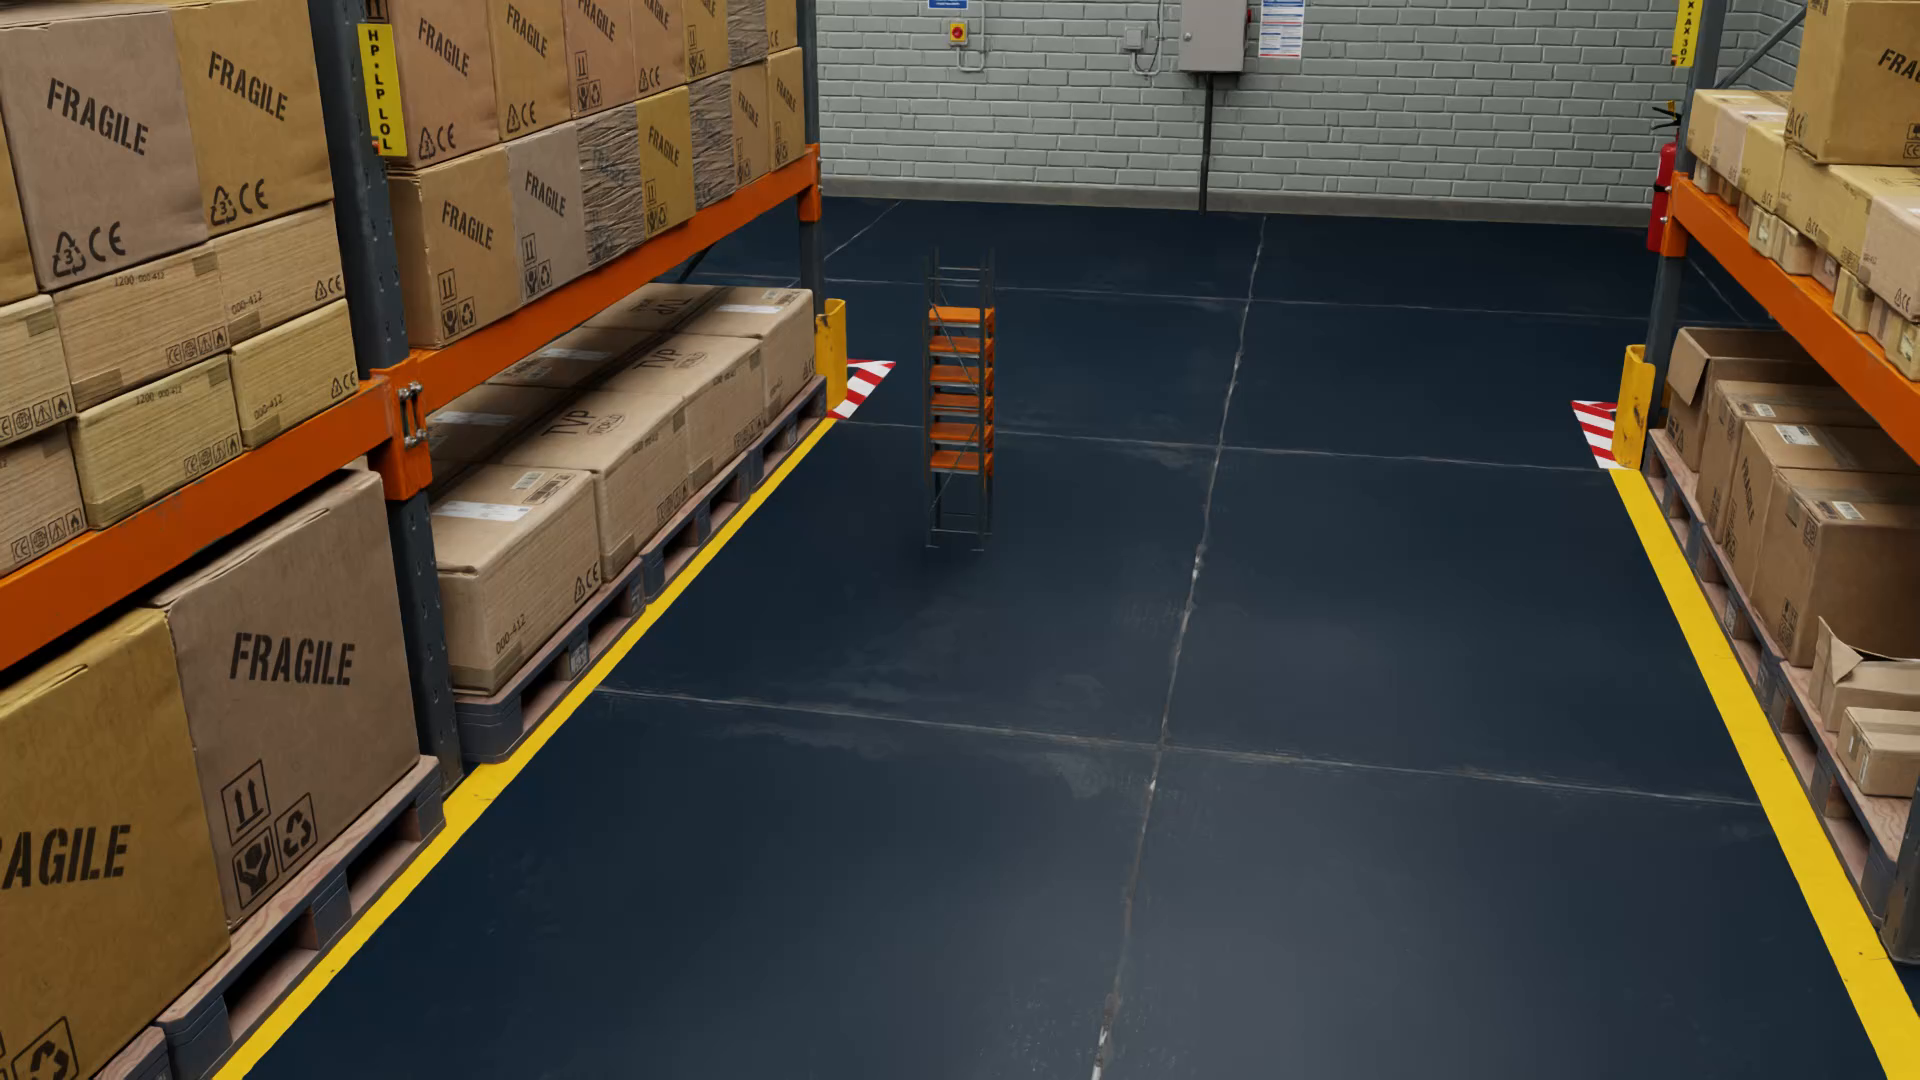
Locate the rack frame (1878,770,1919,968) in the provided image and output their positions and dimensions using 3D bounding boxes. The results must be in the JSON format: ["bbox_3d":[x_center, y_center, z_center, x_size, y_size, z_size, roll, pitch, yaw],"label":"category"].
[{"bbox_3d":[2.853,-0.304,3.594,1.000,3.000,0.127,4,22,11],"label":"rack frame"}]

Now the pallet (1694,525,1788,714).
[{"bbox_3d":[3.241,0.291,5.850,1.003,0.211,1.213,4,22,11],"label":"pallet"}]

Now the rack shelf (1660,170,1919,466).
[{"bbox_3d":[3.261,-0.702,5.544,1.077,0.370,4.000,4,22,11],"label":"rack shelf"}]

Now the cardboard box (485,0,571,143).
[{"bbox_3d":[-1.563,-1.531,5.169,0.500,0.500,0.500,4,22,10],"label":"cardboard box"}]

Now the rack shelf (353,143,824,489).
[{"bbox_3d":[-1.599,-1.079,6.481,1.077,0.370,4.000,4,22,11],"label":"rack shelf"}]

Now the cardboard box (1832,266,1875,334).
[{"bbox_3d":[2.837,-0.707,4.930,0.380,0.149,0.250,4,22,10],"label":"cardboard box"}]

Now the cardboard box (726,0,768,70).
[{"bbox_3d":[-1.134,-2.267,6.994,0.500,0.500,0.500,5,22,11],"label":"cardboard box"}]

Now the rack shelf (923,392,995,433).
[{"bbox_3d":[-0.003,-0.510,6.633,0.258,0.103,0.180,4,22,11],"label":"rack shelf"}]

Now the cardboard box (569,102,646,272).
[{"bbox_3d":[-1.440,-1.244,5.795,0.500,0.500,0.500,5,22,11],"label":"cardboard box"}]

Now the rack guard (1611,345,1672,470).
[{"bbox_3d":[3.654,-0.580,7.624,1.175,0.500,0.348,4,22,11],"label":"rack guard"}]

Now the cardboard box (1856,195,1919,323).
[{"bbox_3d":[2.806,-0.762,4.533,0.500,0.250,0.500,5,22,11],"label":"cardboard box"}]

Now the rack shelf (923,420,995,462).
[{"bbox_3d":[-0.003,-0.399,6.678,0.258,0.103,0.180,4,22,11],"label":"rack shelf"}]

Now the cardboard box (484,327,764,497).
[{"bbox_3d":[-1.406,-0.566,7.112,0.875,0.438,0.875,5,22,12],"label":"cardboard box"}]

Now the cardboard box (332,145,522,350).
[{"bbox_3d":[-1.655,-0.879,4.888,0.500,0.500,0.500,5,23,13],"label":"cardboard box"}]

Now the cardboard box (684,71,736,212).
[{"bbox_3d":[-1.242,-1.623,6.734,0.500,0.500,0.500,5,22,12],"label":"cardboard box"}]

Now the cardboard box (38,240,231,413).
[{"bbox_3d":[-1.954,-0.480,3.563,0.500,0.250,0.500,5,22,12],"label":"cardboard box"}]

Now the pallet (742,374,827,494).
[{"bbox_3d":[-1.277,-0.552,7.942,1.003,0.211,1.213,4,22,11],"label":"pallet"}]

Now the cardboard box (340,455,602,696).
[{"bbox_3d":[-1.774,0.091,5.480,0.875,0.438,0.875,4,22,10],"label":"cardboard box"}]

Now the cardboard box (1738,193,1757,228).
[{"bbox_3d":[3.196,-1.268,6.324,0.380,0.149,0.250,5,23,13],"label":"cardboard box"}]

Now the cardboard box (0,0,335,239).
[{"bbox_3d":[-1.852,-1.009,3.871,0.500,0.500,0.500,5,23,13],"label":"cardboard box"}]

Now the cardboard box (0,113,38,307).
[{"bbox_3d":[-2.073,-0.635,2.943,0.500,0.500,0.500,5,23,13],"label":"cardboard box"}]

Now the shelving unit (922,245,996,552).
[{"bbox_3d":[-0.003,-0.551,6.616,0.258,1.200,0.189,4,22,11],"label":"shelving unit"}]

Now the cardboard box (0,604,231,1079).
[{"bbox_3d":[-2.232,0.673,3.449,0.875,0.875,0.875,5,22,12],"label":"cardboard box"}]

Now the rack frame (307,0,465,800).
[{"bbox_3d":[-2.007,-0.681,4.530,1.000,3.000,0.127,4,22,11],"label":"rack frame"}]

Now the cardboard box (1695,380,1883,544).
[{"bbox_3d":[3.239,-0.276,6.308,0.700,0.500,0.500,5,23,13],"label":"cardboard box"}]

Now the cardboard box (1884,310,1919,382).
[{"bbox_3d":[2.732,-0.517,4.459,0.380,0.149,0.250,5,22,12],"label":"cardboard box"}]

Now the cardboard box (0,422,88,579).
[{"bbox_3d":[-2.078,-0.059,3.186,0.500,0.250,0.500,4,22,9],"label":"cardboard box"}]

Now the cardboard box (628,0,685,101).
[{"bbox_3d":[-1.342,-1.902,6.089,0.500,0.500,0.500,4,22,11],"label":"cardboard box"}]

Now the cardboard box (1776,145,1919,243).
[{"bbox_3d":[3.027,-1.131,5.450,0.500,0.250,0.500,4,22,10],"label":"cardboard box"}]

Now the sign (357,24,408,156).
[{"bbox_3d":[-1.474,-1.144,4.235,0.100,0.325,0.005,4,22,11],"label":"sign"}]

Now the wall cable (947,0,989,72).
[{"bbox_3d":[-0.063,-4.694,13.092,0.585,1.953,0.123,4,22,11],"label":"wall cable"}]

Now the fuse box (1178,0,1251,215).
[{"bbox_3d":[1.964,-3.397,12.998,0.539,1.711,0.414,4,22,11],"label":"fuse box"}]

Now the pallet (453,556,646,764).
[{"bbox_3d":[-1.775,0.340,5.727,1.003,0.211,1.213,4,22,11],"label":"pallet"}]

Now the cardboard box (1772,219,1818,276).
[{"bbox_3d":[2.988,-0.986,5.623,0.380,0.149,0.250,5,22,12],"label":"cardboard box"}]

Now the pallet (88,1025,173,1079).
[{"bbox_3d":[-2.337,1.348,3.225,1.003,0.211,1.213,4,22,11],"label":"pallet"}]

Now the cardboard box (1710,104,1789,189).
[{"bbox_3d":[3.210,-1.506,6.380,0.500,0.250,0.500,5,22,11],"label":"cardboard box"}]

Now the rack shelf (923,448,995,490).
[{"bbox_3d":[-0.003,-0.287,6.723,0.258,0.103,0.180,4,22,11],"label":"rack shelf"}]

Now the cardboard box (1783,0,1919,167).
[{"bbox_3d":[3.007,-1.489,5.335,0.500,0.500,0.500,5,22,12],"label":"cardboard box"}]

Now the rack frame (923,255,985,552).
[{"bbox_3d":[-0.022,-0.518,6.533,0.240,1.200,0.006,4,22,11],"label":"rack frame"}]

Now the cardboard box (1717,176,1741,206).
[{"bbox_3d":[3.327,-1.455,6.787,0.380,0.149,0.250,5,22,12],"label":"cardboard box"}]

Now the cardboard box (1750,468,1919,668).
[{"bbox_3d":[3.027,0.103,5.366,0.700,0.500,0.500,4,22,9],"label":"cardboard box"}]

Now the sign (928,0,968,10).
[{"bbox_3d":[-0.098,-4.360,13.301,0.327,0.218,0.001,4,22,11],"label":"sign"}]

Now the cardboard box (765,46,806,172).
[{"bbox_3d":[-1.030,-1.994,7.656,0.500,0.500,0.500,5,22,11],"label":"cardboard box"}]

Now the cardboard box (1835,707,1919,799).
[{"bbox_3d":[2.679,0.597,4.610,0.380,0.149,0.250,4,22,9],"label":"cardboard box"}]

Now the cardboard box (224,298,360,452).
[{"bbox_3d":[-1.852,-0.428,4.103,0.500,0.250,0.500,4,22,10],"label":"cardboard box"}]
